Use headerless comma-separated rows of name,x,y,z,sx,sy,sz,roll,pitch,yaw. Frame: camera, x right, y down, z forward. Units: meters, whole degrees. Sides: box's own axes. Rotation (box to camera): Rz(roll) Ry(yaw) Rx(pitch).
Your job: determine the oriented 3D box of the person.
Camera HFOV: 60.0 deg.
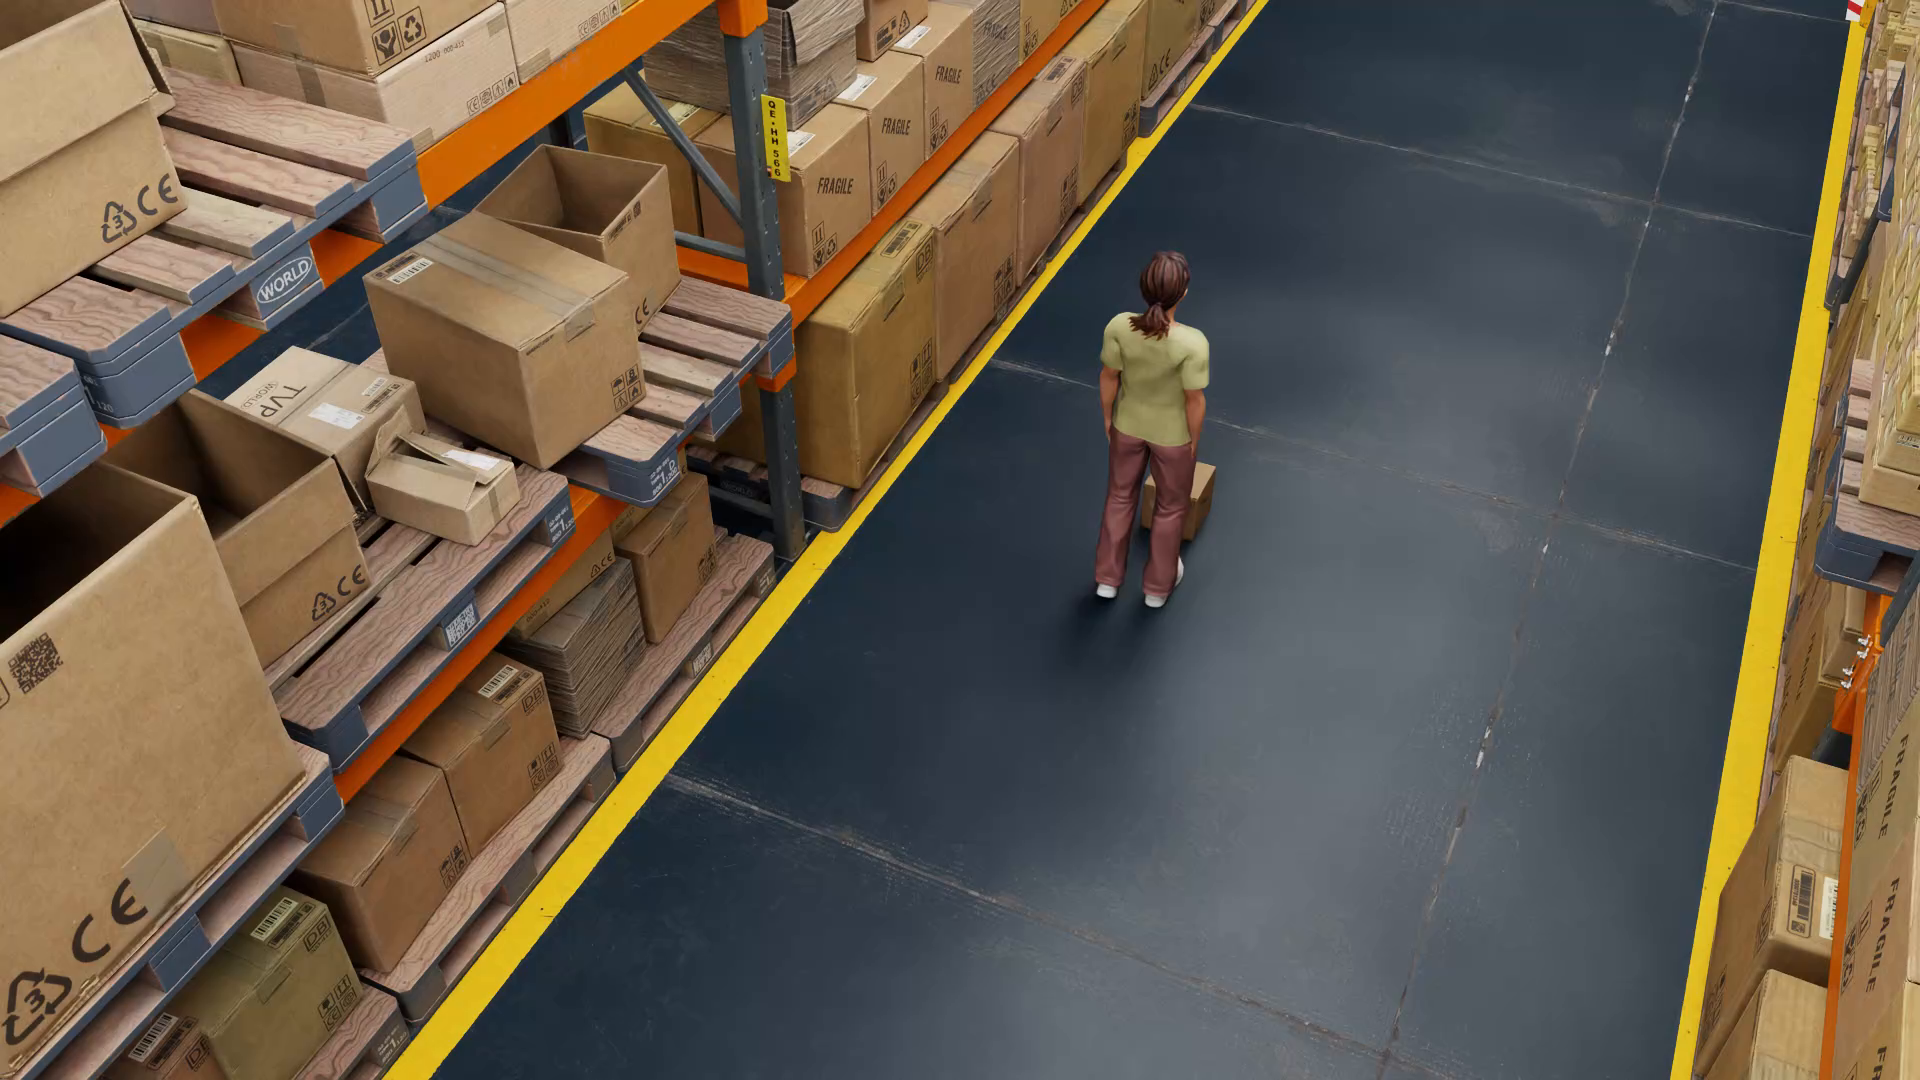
person,0.765,-0.415,6.656,0.439,1.708,0.375,18,45,19
